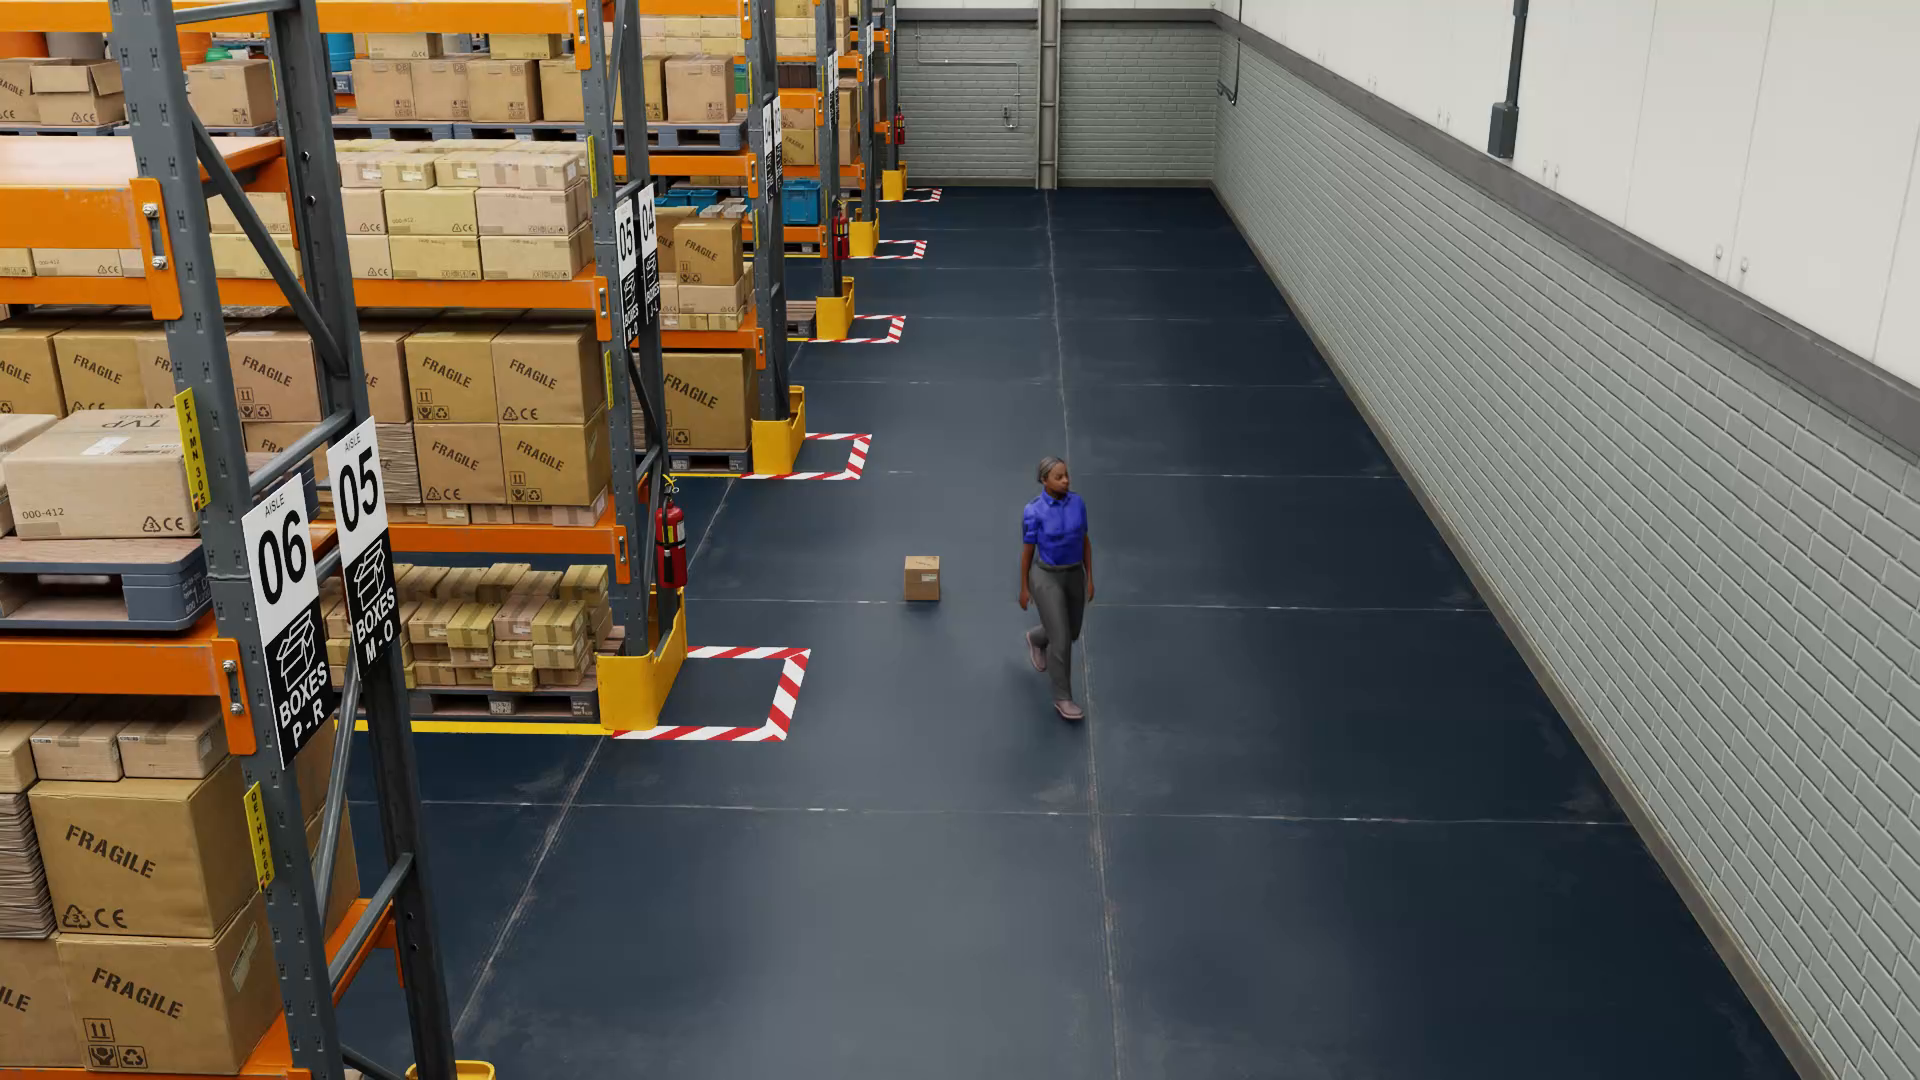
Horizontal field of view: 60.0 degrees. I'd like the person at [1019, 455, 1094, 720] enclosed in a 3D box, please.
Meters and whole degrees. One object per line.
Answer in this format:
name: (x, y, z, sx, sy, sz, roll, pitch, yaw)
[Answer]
person: (0.600, 0.236, 10.452, 0.462, 1.610, 0.860, -12, 24, -29)
